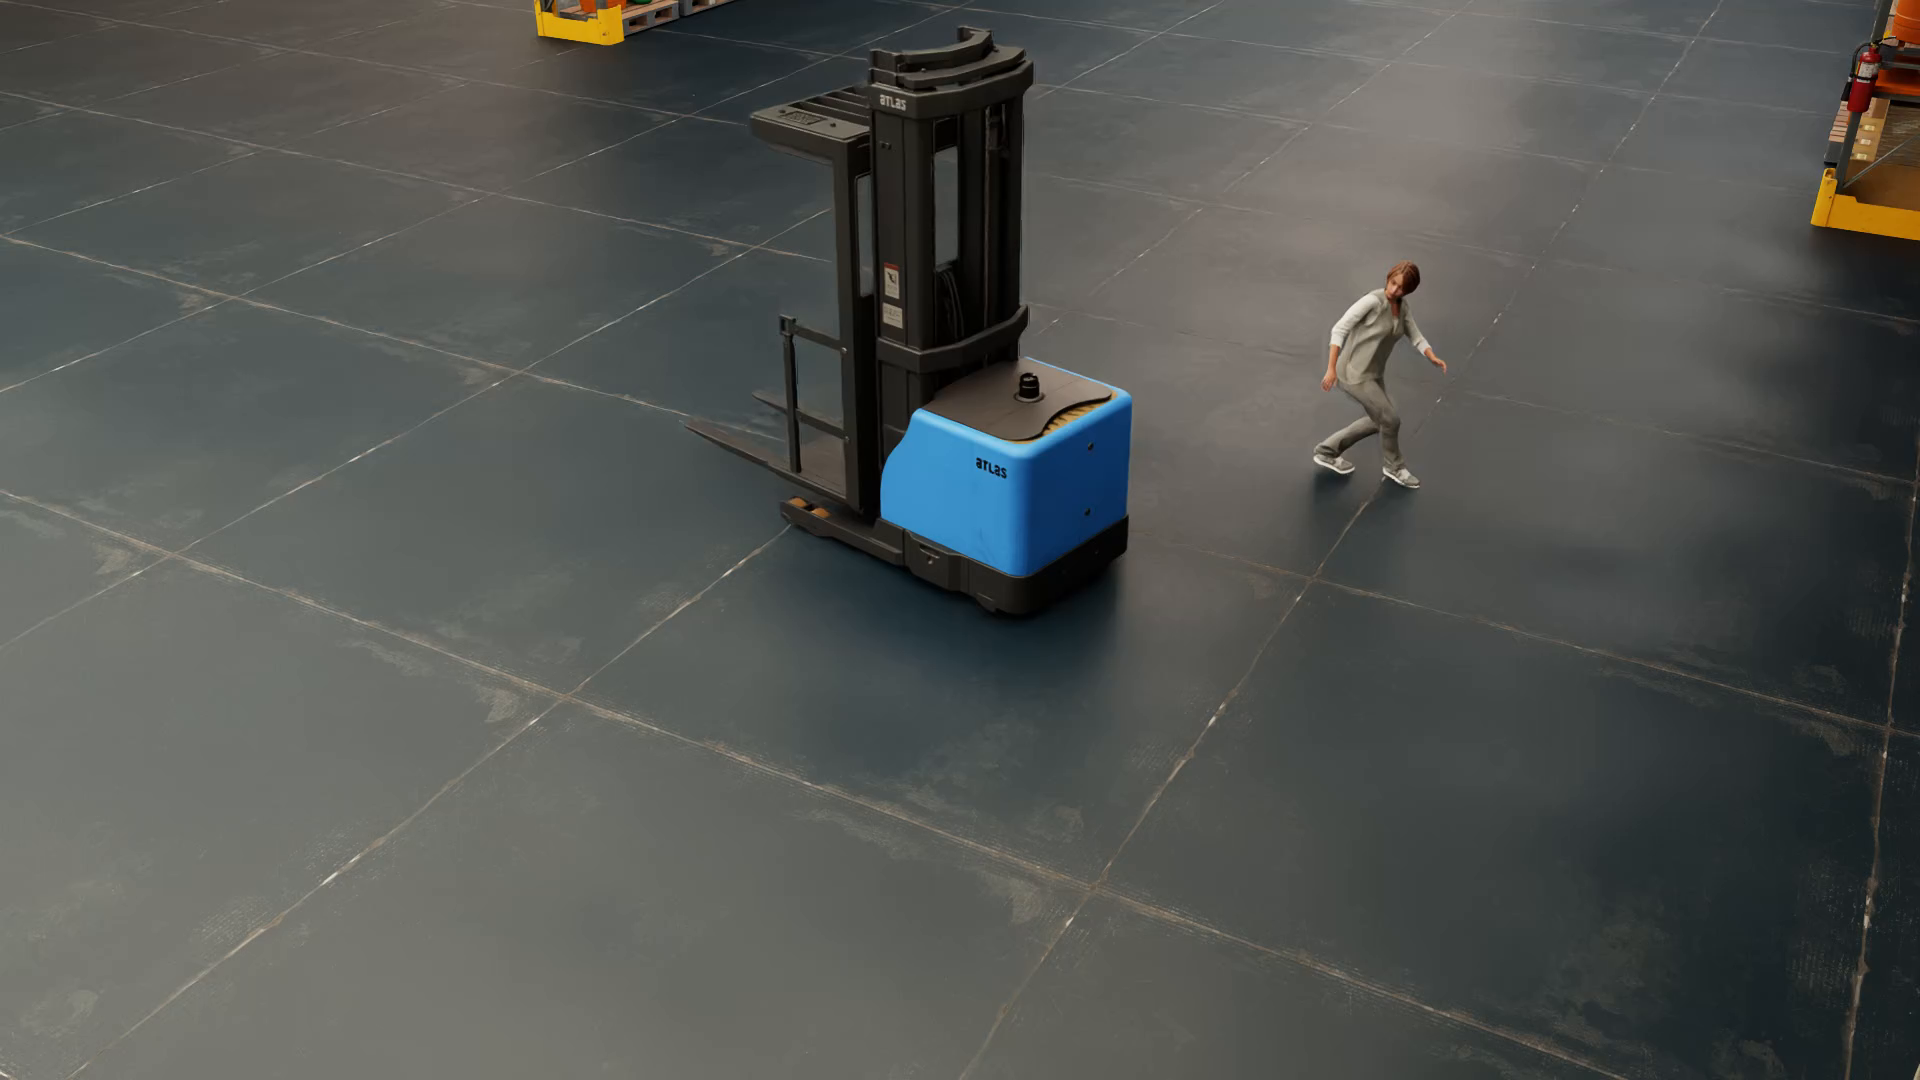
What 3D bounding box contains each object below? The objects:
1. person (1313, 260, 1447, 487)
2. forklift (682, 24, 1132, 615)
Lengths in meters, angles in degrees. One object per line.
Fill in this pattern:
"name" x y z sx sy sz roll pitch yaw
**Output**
"person" 2.592 -0.979 10.261 0.755 1.478 0.676 19 35 29
"forklift" -0.462 -1.469 9.616 3.031 2.935 1.130 24 37 35
